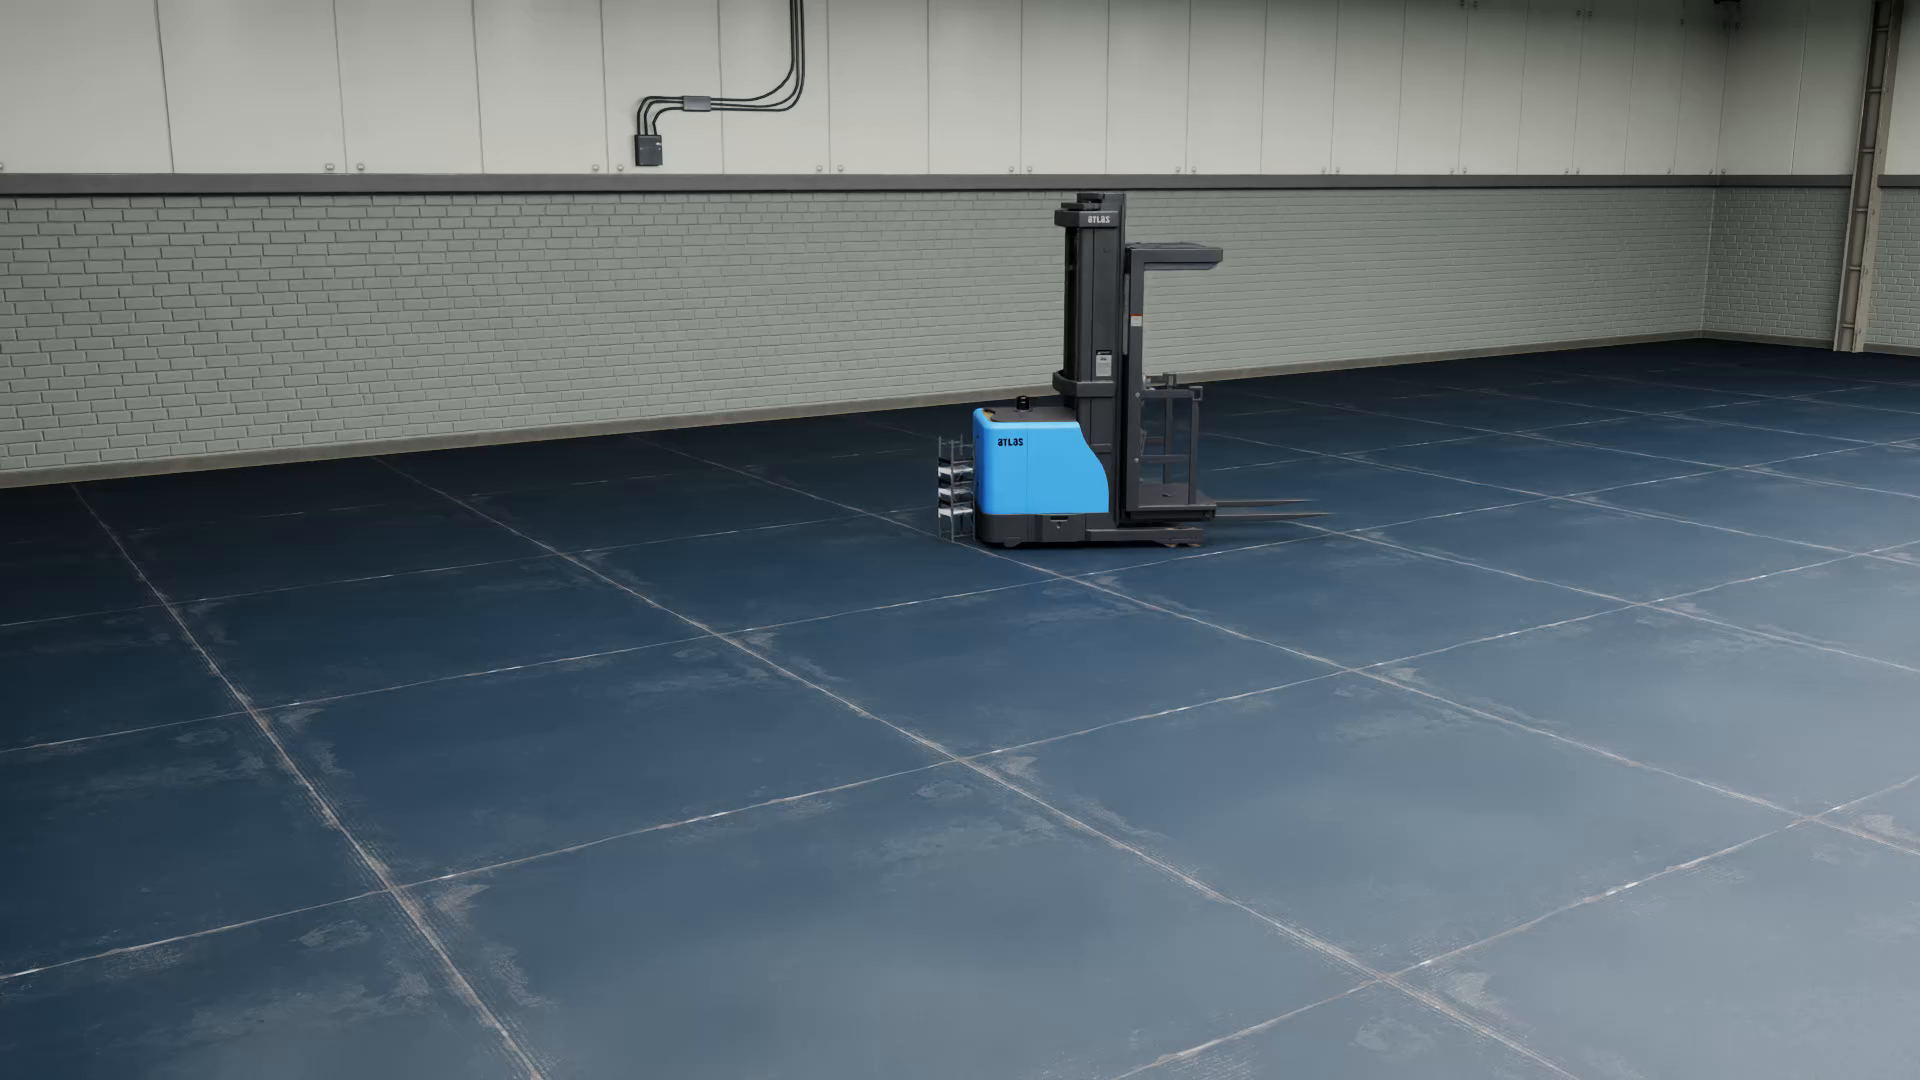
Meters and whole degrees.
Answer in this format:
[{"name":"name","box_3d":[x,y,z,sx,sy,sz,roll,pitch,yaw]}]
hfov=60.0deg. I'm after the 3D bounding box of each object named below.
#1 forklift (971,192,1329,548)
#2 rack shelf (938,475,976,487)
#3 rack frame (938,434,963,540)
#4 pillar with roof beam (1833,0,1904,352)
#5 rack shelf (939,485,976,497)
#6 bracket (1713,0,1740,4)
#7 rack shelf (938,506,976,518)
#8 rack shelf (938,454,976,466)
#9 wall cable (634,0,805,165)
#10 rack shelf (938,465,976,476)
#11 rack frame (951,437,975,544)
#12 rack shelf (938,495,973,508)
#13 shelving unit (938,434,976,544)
[{"name":"forklift","box_3d":[1.650,-1.479,14.266,3.031,2.935,1.130,-1,12,-5]},{"name":"rack shelf","box_3d":[-0.027,-0.493,14.247,0.258,0.077,0.200,-8,15,-32]},{"name":"rack frame","box_3d":[-0.081,-0.456,14.343,0.240,0.900,0.006,-8,15,-32]},{"name":"pillar with roof beam","box_3d":[12.387,-7.284,26.607,9.100,9.000,0.548,-8,15,-33]},{"name":"rack shelf","box_3d":[-0.027,-0.406,14.266,0.258,0.077,0.200,-8,15,-32]},{"name":"bracket","box_3d":[14.132,-10.005,30.625,0.235,0.232,0.430,-8,15,-33]},{"name":"rack shelf","box_3d":[-0.027,-0.230,14.304,0.258,0.077,0.200,-8,15,-32]},{"name":"rack shelf","box_3d":[-0.027,-0.669,14.208,0.258,0.077,0.200,-8,15,-32]},{"name":"wall cable","box_3d":[-2.872,-7.528,19.761,2.305,6.003,0.169,-8,15,-33]},{"name":"rack shelf","box_3d":[-0.027,-0.581,14.227,0.258,0.077,0.200,-8,15,-32]},{"name":"rack frame","box_3d":[0.028,-0.420,14.175,0.240,0.900,0.006,-8,15,-32]},{"name":"rack shelf","box_3d":[-0.027,-0.318,14.285,0.258,0.077,0.200,-8,15,-32]},{"name":"shelving unit","box_3d":[-0.027,-0.438,14.259,0.258,0.900,0.210,-8,15,-32]}]
